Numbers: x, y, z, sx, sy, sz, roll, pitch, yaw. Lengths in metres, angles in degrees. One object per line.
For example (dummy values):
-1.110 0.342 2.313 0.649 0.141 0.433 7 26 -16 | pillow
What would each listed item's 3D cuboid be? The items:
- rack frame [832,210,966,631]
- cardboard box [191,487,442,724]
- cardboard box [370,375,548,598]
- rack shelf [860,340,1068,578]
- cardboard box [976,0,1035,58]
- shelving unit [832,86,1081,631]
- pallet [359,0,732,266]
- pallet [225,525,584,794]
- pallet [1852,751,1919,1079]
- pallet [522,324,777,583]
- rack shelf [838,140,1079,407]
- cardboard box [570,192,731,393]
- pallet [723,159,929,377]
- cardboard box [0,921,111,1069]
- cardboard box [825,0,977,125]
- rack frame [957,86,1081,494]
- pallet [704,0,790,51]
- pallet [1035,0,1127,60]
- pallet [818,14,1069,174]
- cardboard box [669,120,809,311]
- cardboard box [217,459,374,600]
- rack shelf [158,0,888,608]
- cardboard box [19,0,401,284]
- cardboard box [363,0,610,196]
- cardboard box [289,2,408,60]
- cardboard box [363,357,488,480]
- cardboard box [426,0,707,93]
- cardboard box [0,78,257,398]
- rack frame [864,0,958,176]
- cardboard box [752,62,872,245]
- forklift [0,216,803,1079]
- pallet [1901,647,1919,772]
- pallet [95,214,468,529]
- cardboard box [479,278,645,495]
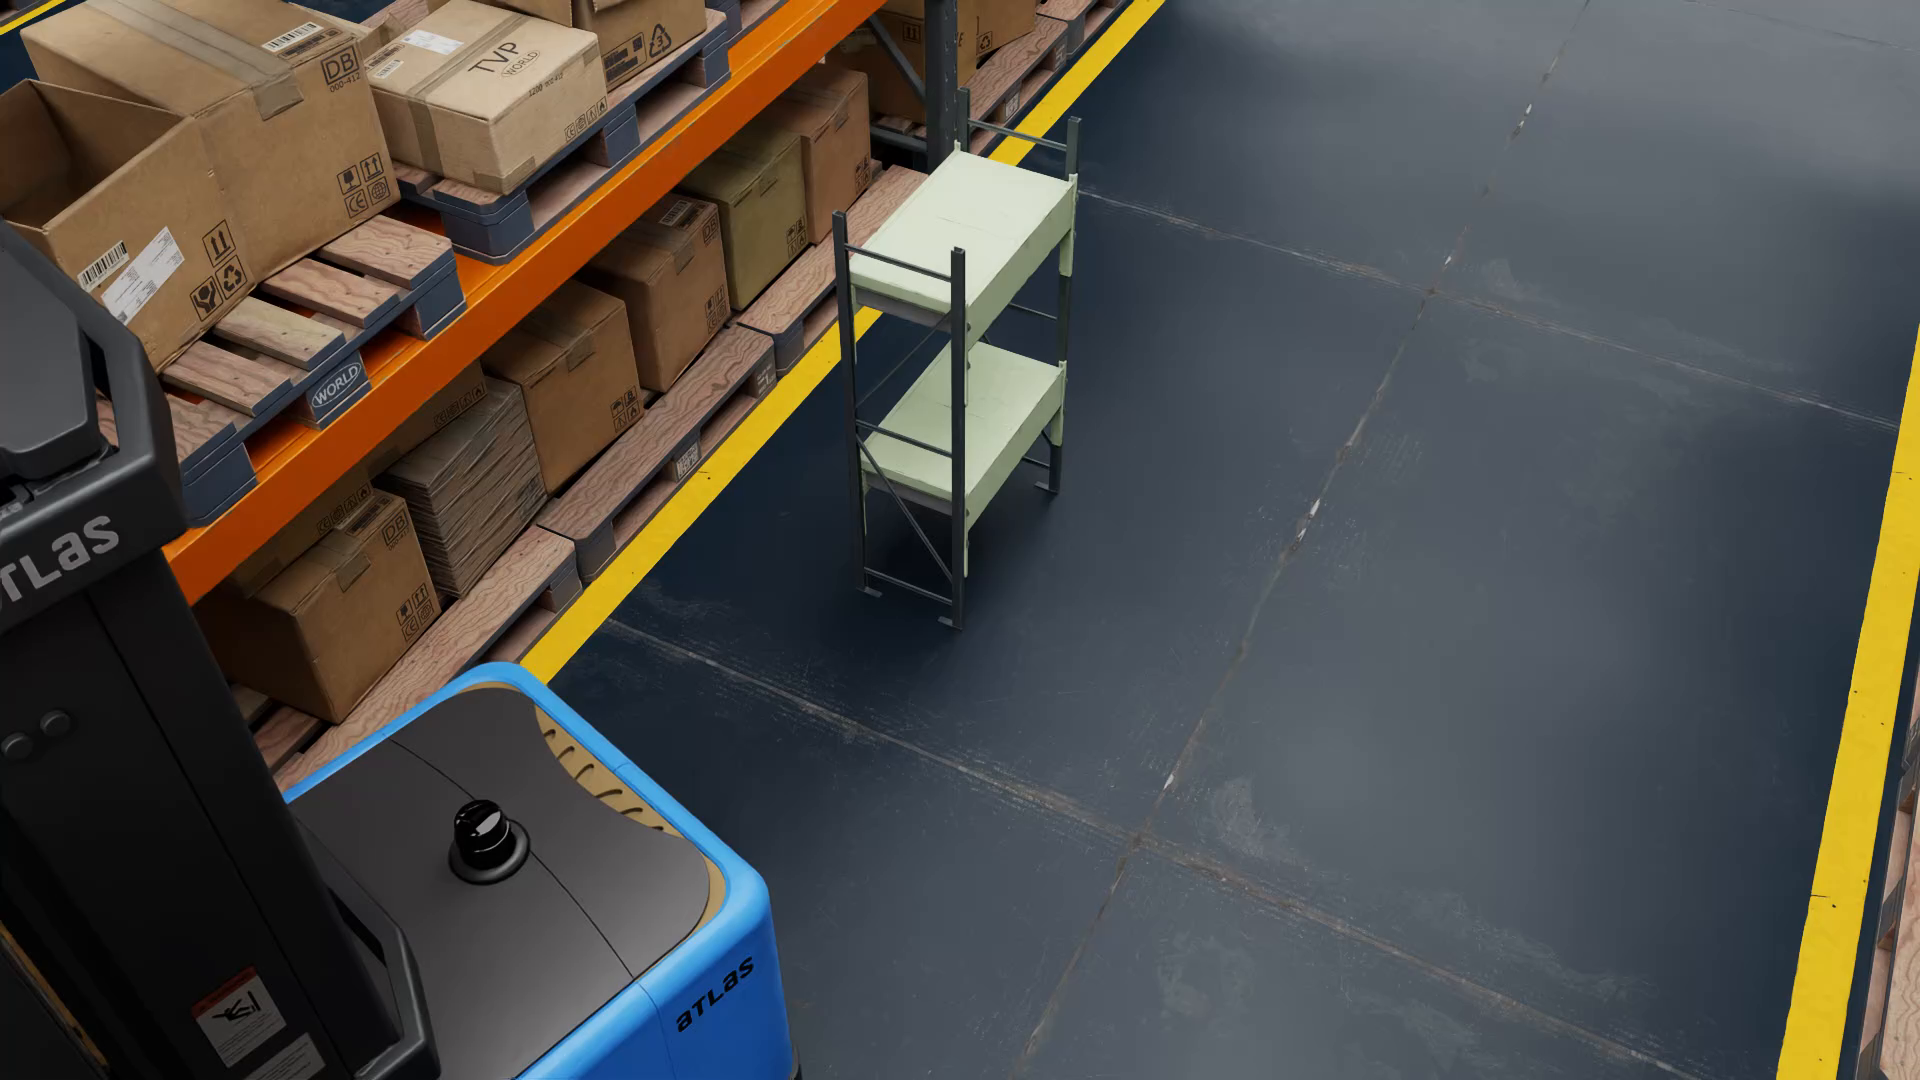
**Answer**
-0.167 -0.301 4.993 0.400 1.500 0.023 20 49 19 | rack frame
-2.043 0.109 4.982 0.700 0.500 0.500 18 48 17 | cardboard box
-1.797 -0.245 5.331 0.700 0.500 0.500 17 48 16 | cardboard box
0.003 -0.302 5.453 0.431 0.370 0.720 20 49 19 | rack shelf
0.001 -2.578 7.651 0.500 0.500 0.500 -34 55 -29 | cardboard box
0.003 -0.531 5.221 0.431 1.500 0.755 20 49 19 | shelving unit
-1.453 -1.380 5.140 1.003 0.211 1.213 20 49 19 | pallet
-1.972 0.302 5.303 1.003 0.211 1.213 20 49 19 | pallet
3.012 1.188 4.428 1.003 0.211 1.213 20 49 19 | pallet
-1.405 -0.464 6.060 1.003 0.211 1.213 20 49 19 | pallet
0.003 -0.806 4.943 0.431 0.370 0.720 20 49 19 | rack shelf
-1.281 -0.956 6.034 0.700 0.500 0.500 17 48 16 | cardboard box
-0.839 -1.236 6.823 1.003 0.211 1.213 20 49 19 | pallet
-2.675 0.840 4.009 1.225 0.875 0.875 18 48 17 | cardboard box
-0.258 -2.214 7.292 0.500 0.500 0.500 19 48 18 | cardboard box
0.173 -0.762 5.449 0.400 1.500 0.023 20 49 19 | rack frame
-0.963 -2.206 5.956 1.003 0.211 1.213 20 49 19 | pallet
0.366 -2.933 8.500 1.003 0.211 1.213 20 49 19 | pallet
-0.199 -2.161 7.738 1.003 0.211 1.213 20 49 19 | pallet
-1.021 -1.309 6.383 0.700 0.500 0.500 20 49 19 | cardboard box
-2.052 -0.158 4.718 0.500 0.250 0.500 22 49 21 | cardboard box
-1.408 -1.194 5.327 1.077 0.370 4.000 20 49 19 | rack shelf
-1.950 -1.108 4.370 0.700 0.500 0.500 28 51 25 | cardboard box
-1.354 -1.262 4.698 0.500 0.250 0.500 19 48 18 | cardboard box
-1.801 -1.427 4.850 0.396 0.266 0.258 19 48 18 | cardboard box
-1.814 -0.496 5.052 0.500 0.250 0.500 26 51 23 | cardboard box
-1.202 -1.768 5.021 0.797 0.503 0.637 25 51 23 | cardboard box
-2.121 -0.723 3.990 0.500 0.500 0.500 15 47 14 | cardboard box
-0.479 -2.707 6.316 1.000 3.000 0.127 20 49 19 | rack frame
-0.783 -1.603 6.673 0.700 0.500 0.500 17 48 16 | cardboard box
-1.770 0.986 2.715 1.130 2.935 3.031 34 54 29 | forklift
3.577 0.416 5.190 1.003 0.211 1.213 20 49 19 | pallet
-2.100 -0.603 4.372 1.213 0.211 1.003 20 49 19 | pallet
-1.540 -0.605 5.687 0.700 0.500 0.500 24 50 22 | cardboard box
